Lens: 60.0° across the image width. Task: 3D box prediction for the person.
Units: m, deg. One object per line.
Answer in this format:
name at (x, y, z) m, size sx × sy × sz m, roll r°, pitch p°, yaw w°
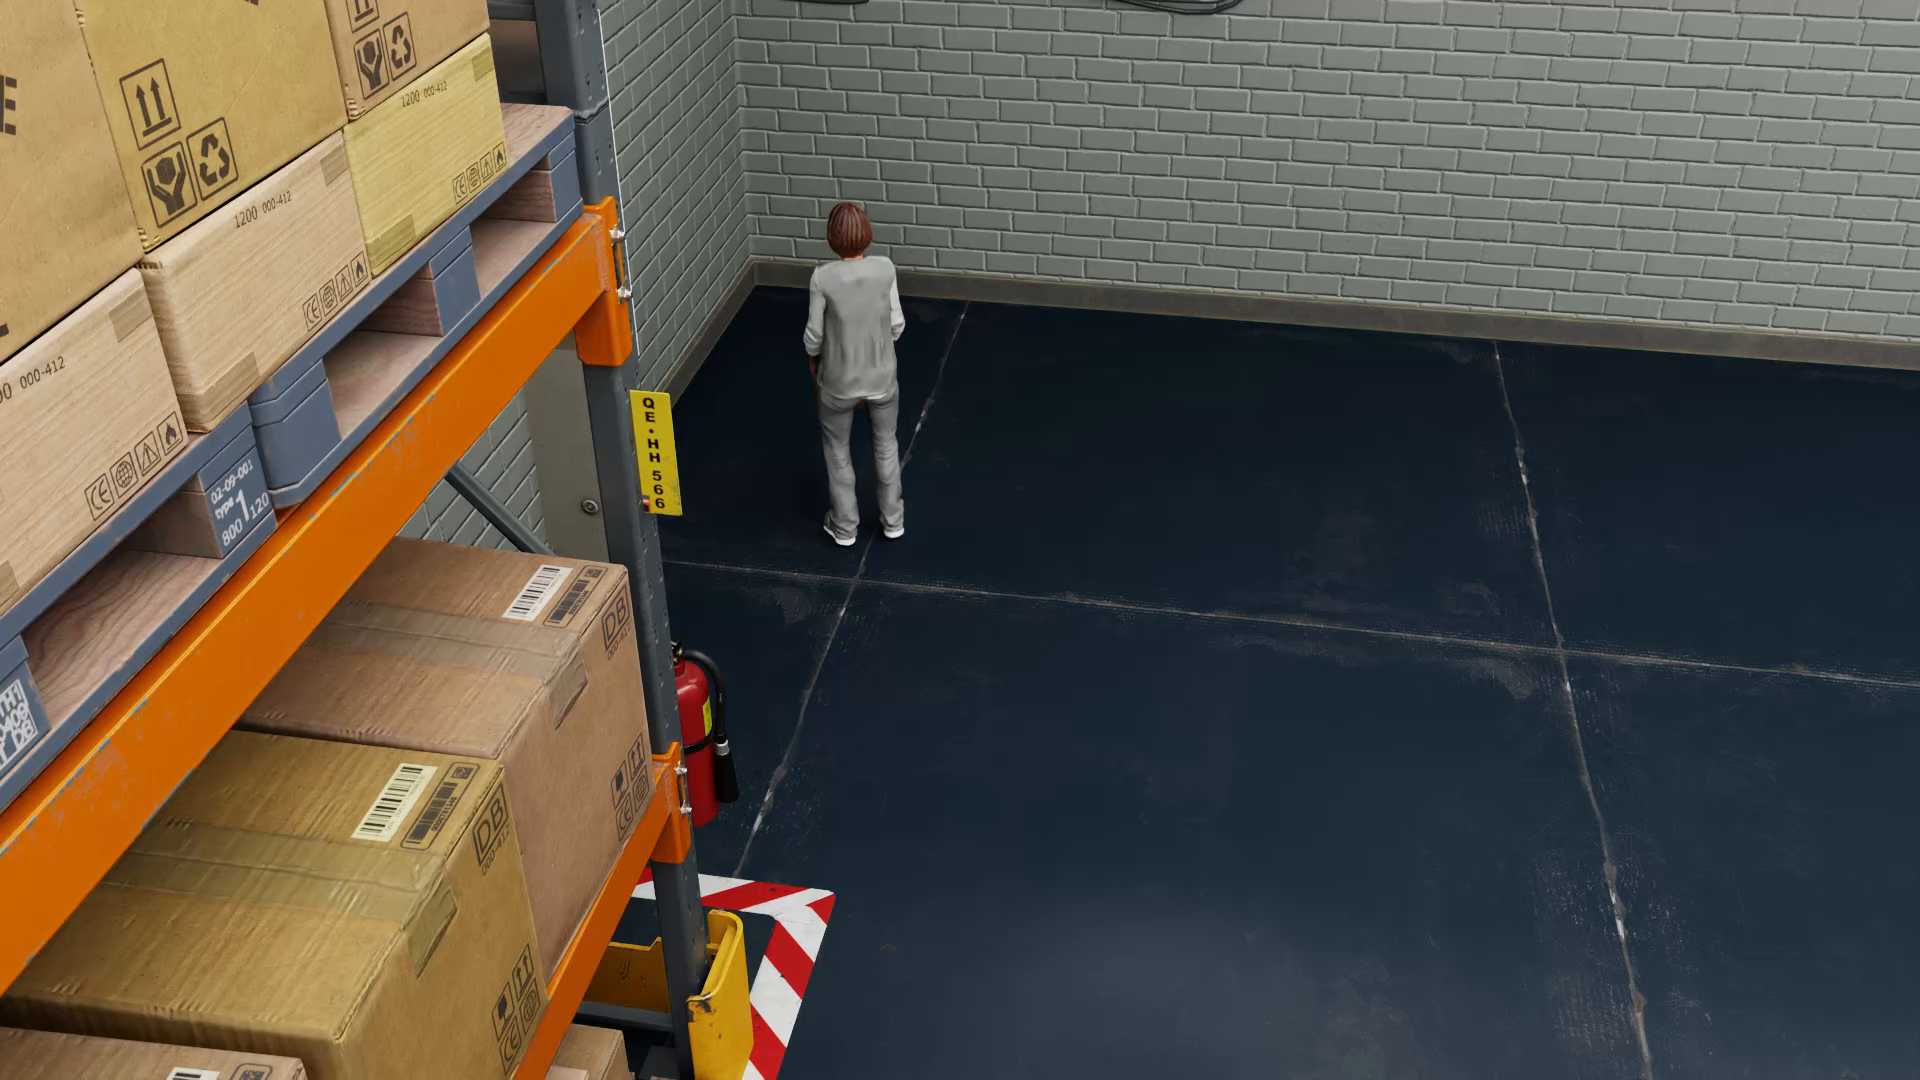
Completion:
person at (-0.458, -0.694, 7.225) m, size 0.482 × 1.592 × 0.347 m, roll -11°, pitch 34°, yaw -16°
